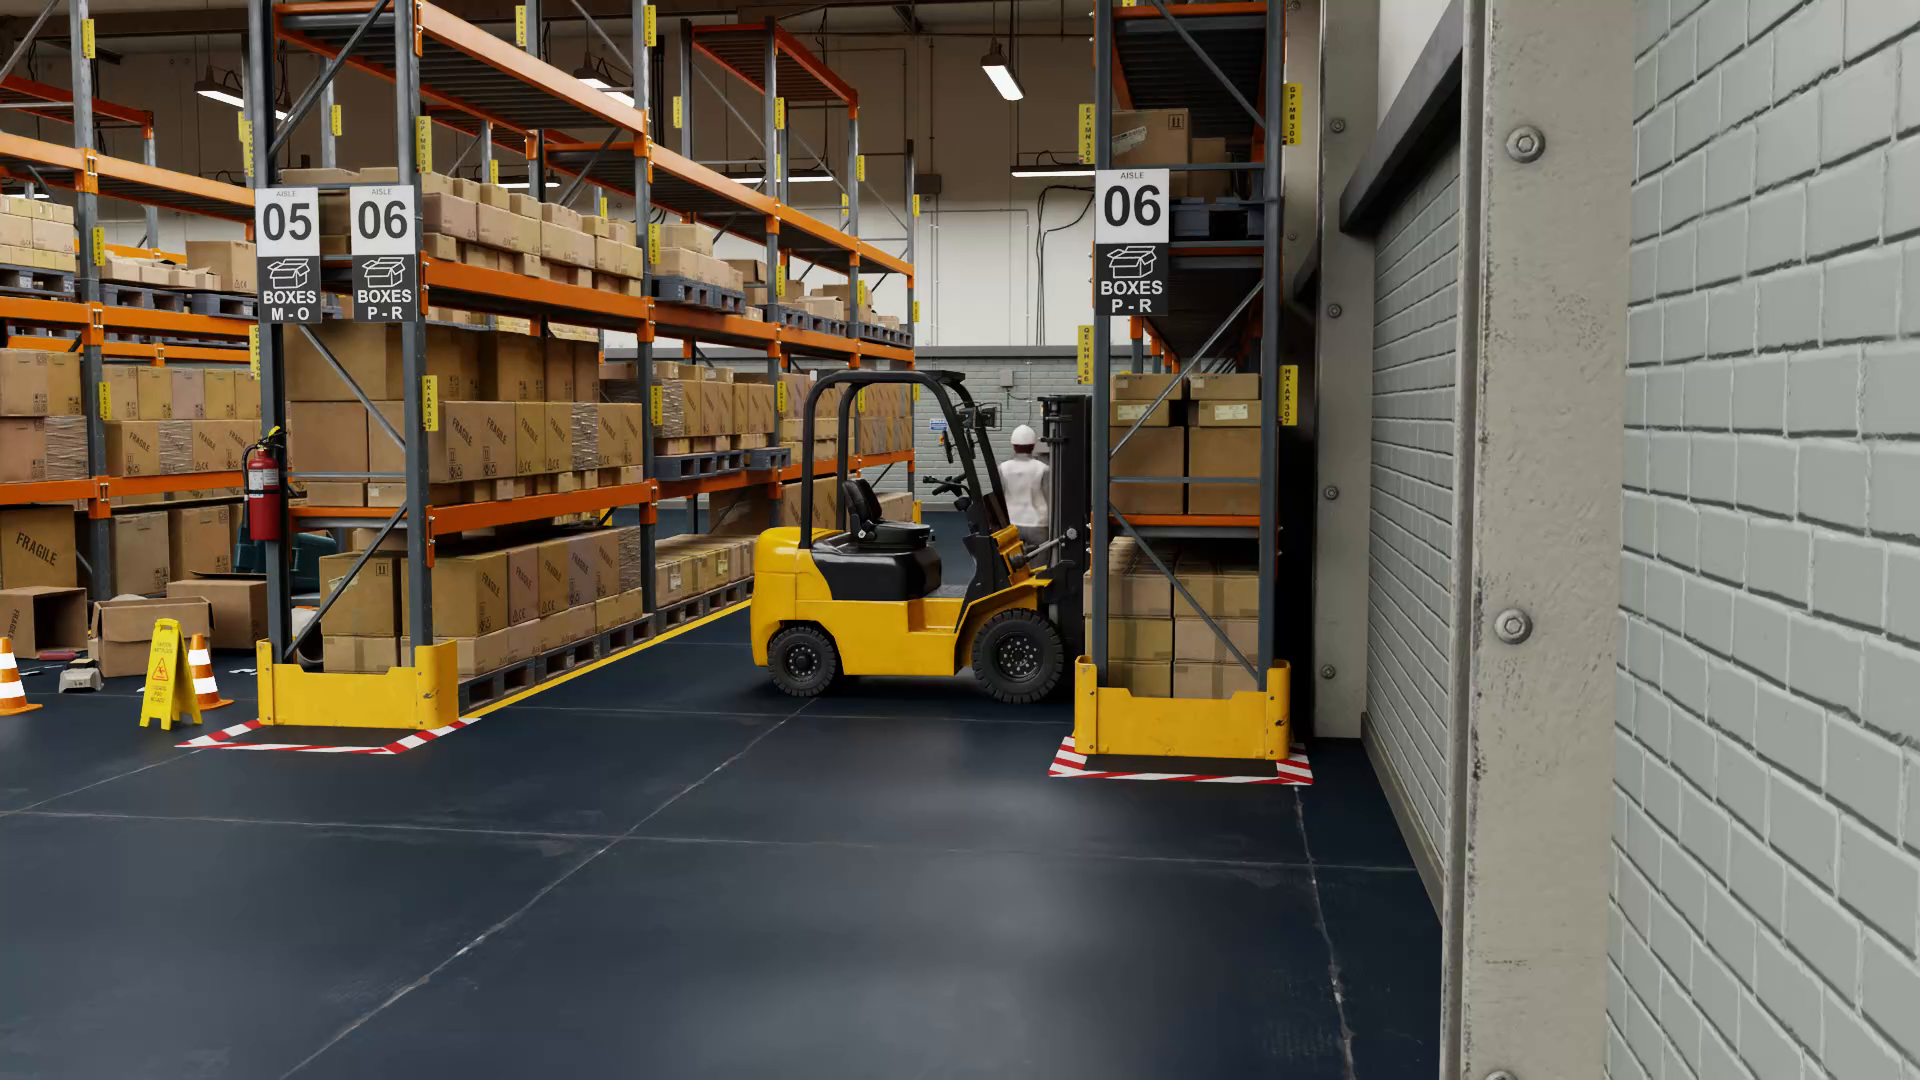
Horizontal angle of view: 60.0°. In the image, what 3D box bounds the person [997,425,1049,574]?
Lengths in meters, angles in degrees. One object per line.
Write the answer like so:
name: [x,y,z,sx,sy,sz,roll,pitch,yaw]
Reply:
person: [0.548,-0.098,14.264,0.531,1.769,0.359,1,4,10]
